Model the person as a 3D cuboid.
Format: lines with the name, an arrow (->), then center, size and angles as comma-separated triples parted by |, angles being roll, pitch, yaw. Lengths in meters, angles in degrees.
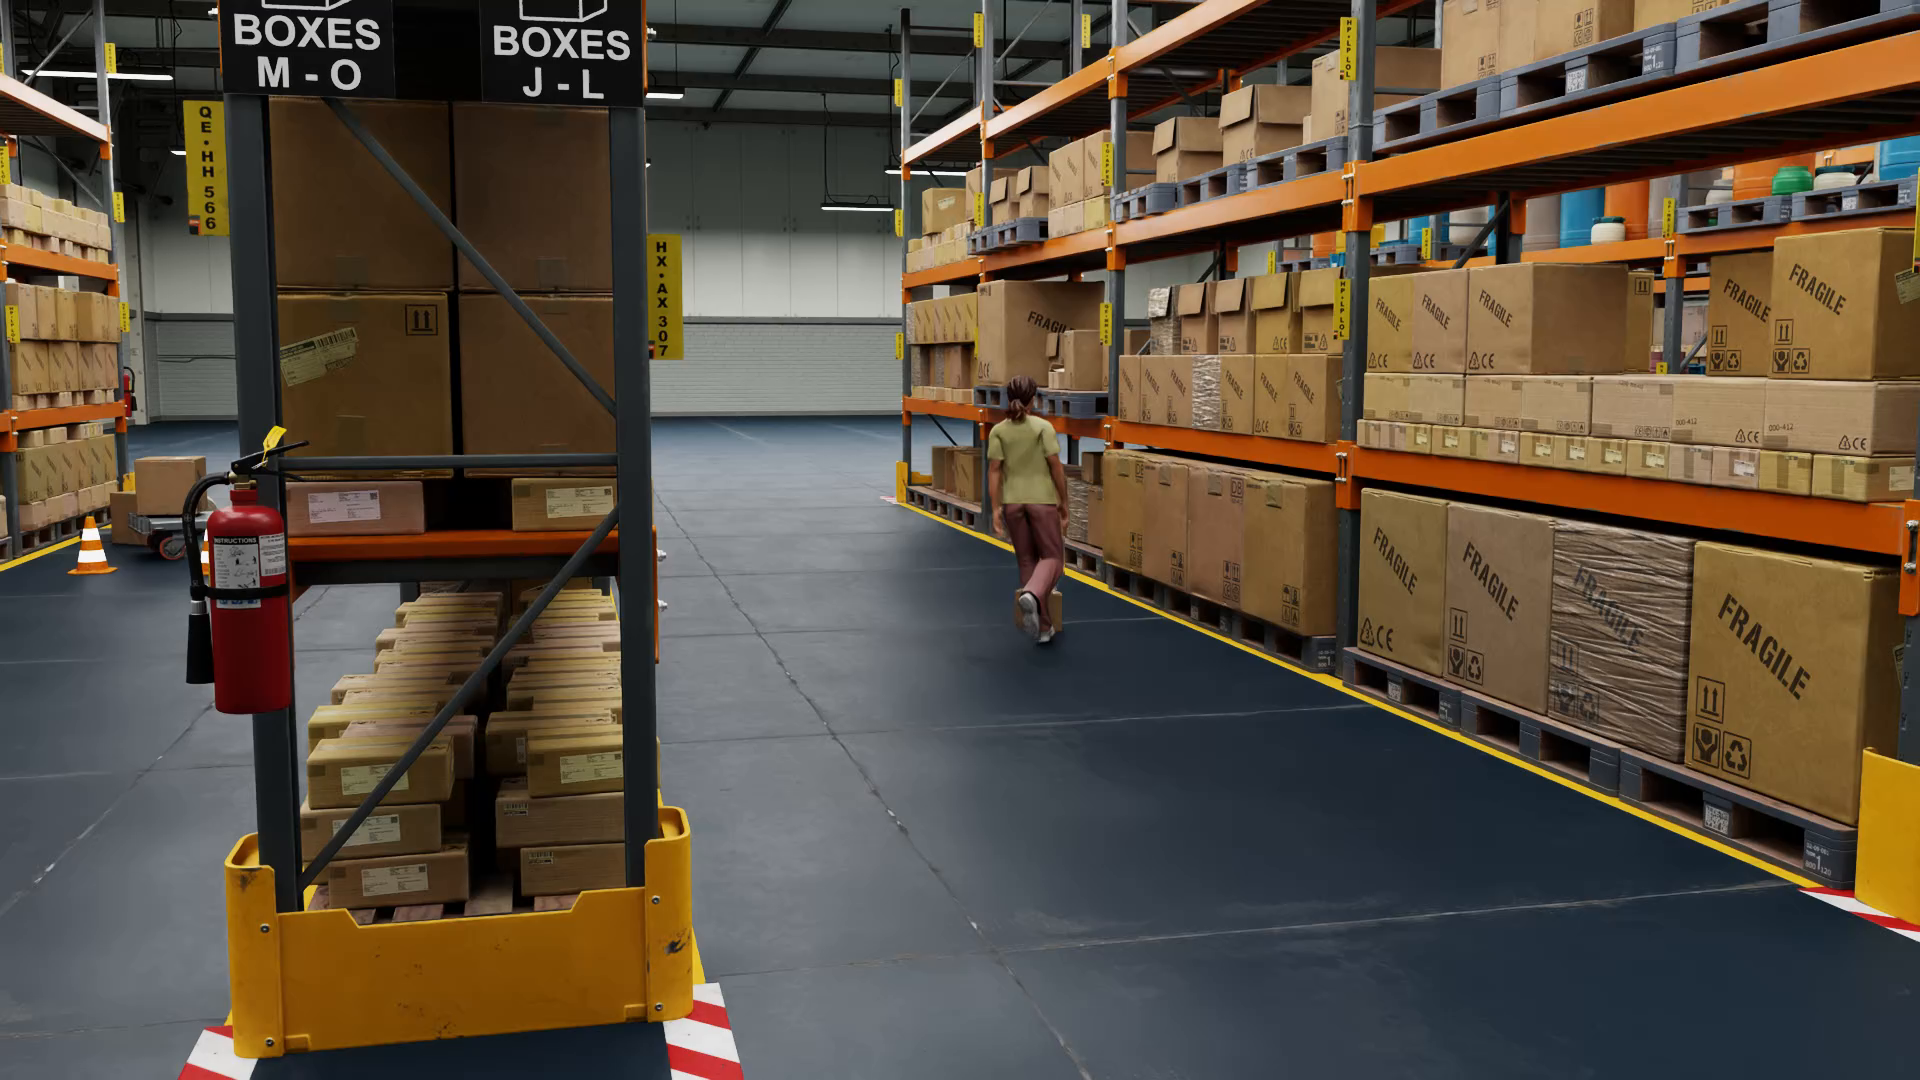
person -> 0.403, -0.180, 10.229 | 0.491, 1.658, 0.678 | 2, 7, 18
